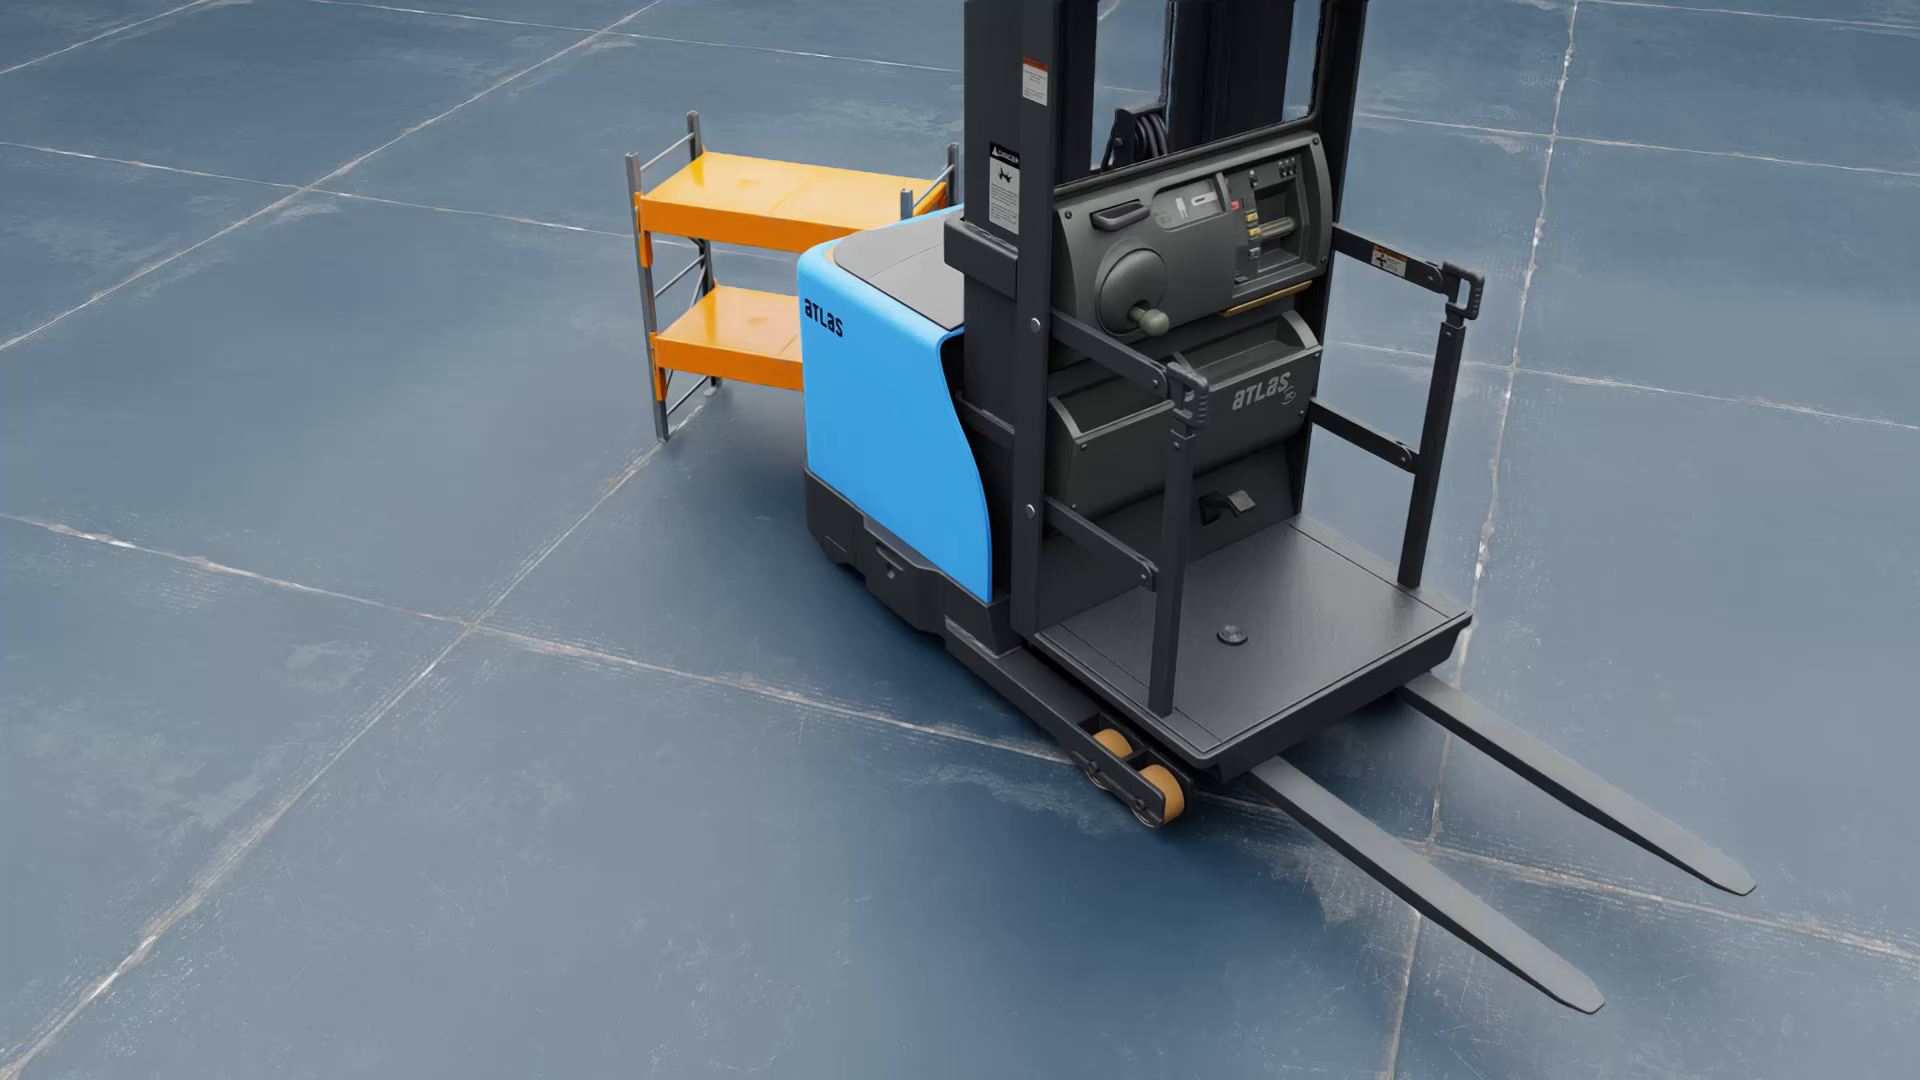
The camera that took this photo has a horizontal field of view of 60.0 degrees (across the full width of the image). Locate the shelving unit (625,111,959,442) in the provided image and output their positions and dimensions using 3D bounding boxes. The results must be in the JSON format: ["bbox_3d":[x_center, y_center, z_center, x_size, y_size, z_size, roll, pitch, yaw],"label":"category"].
[{"bbox_3d":[-0.579,-0.885,6.084,1.048,1.125,0.538,11,34,16],"label":"shelving unit"}]

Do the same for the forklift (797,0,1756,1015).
[{"bbox_3d":[0.761,-0.753,4.214,1.130,2.935,3.031,-22,39,-30],"label":"forklift"}]

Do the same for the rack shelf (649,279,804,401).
[{"bbox_3d":[-0.579,-0.680,6.217,1.000,0.278,0.538,11,34,16],"label":"rack shelf"}]

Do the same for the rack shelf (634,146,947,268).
[{"bbox_3d":[-0.579,-1.131,5.926,1.000,0.278,0.538,11,34,16],"label":"rack shelf"}]

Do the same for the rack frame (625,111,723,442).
[{"bbox_3d":[-1.058,-0.978,6.227,0.032,1.125,0.500,11,34,16],"label":"rack frame"}]

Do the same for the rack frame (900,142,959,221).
[{"bbox_3d":[-0.100,-0.793,5.942,0.032,1.125,0.500,11,34,16],"label":"rack frame"}]
